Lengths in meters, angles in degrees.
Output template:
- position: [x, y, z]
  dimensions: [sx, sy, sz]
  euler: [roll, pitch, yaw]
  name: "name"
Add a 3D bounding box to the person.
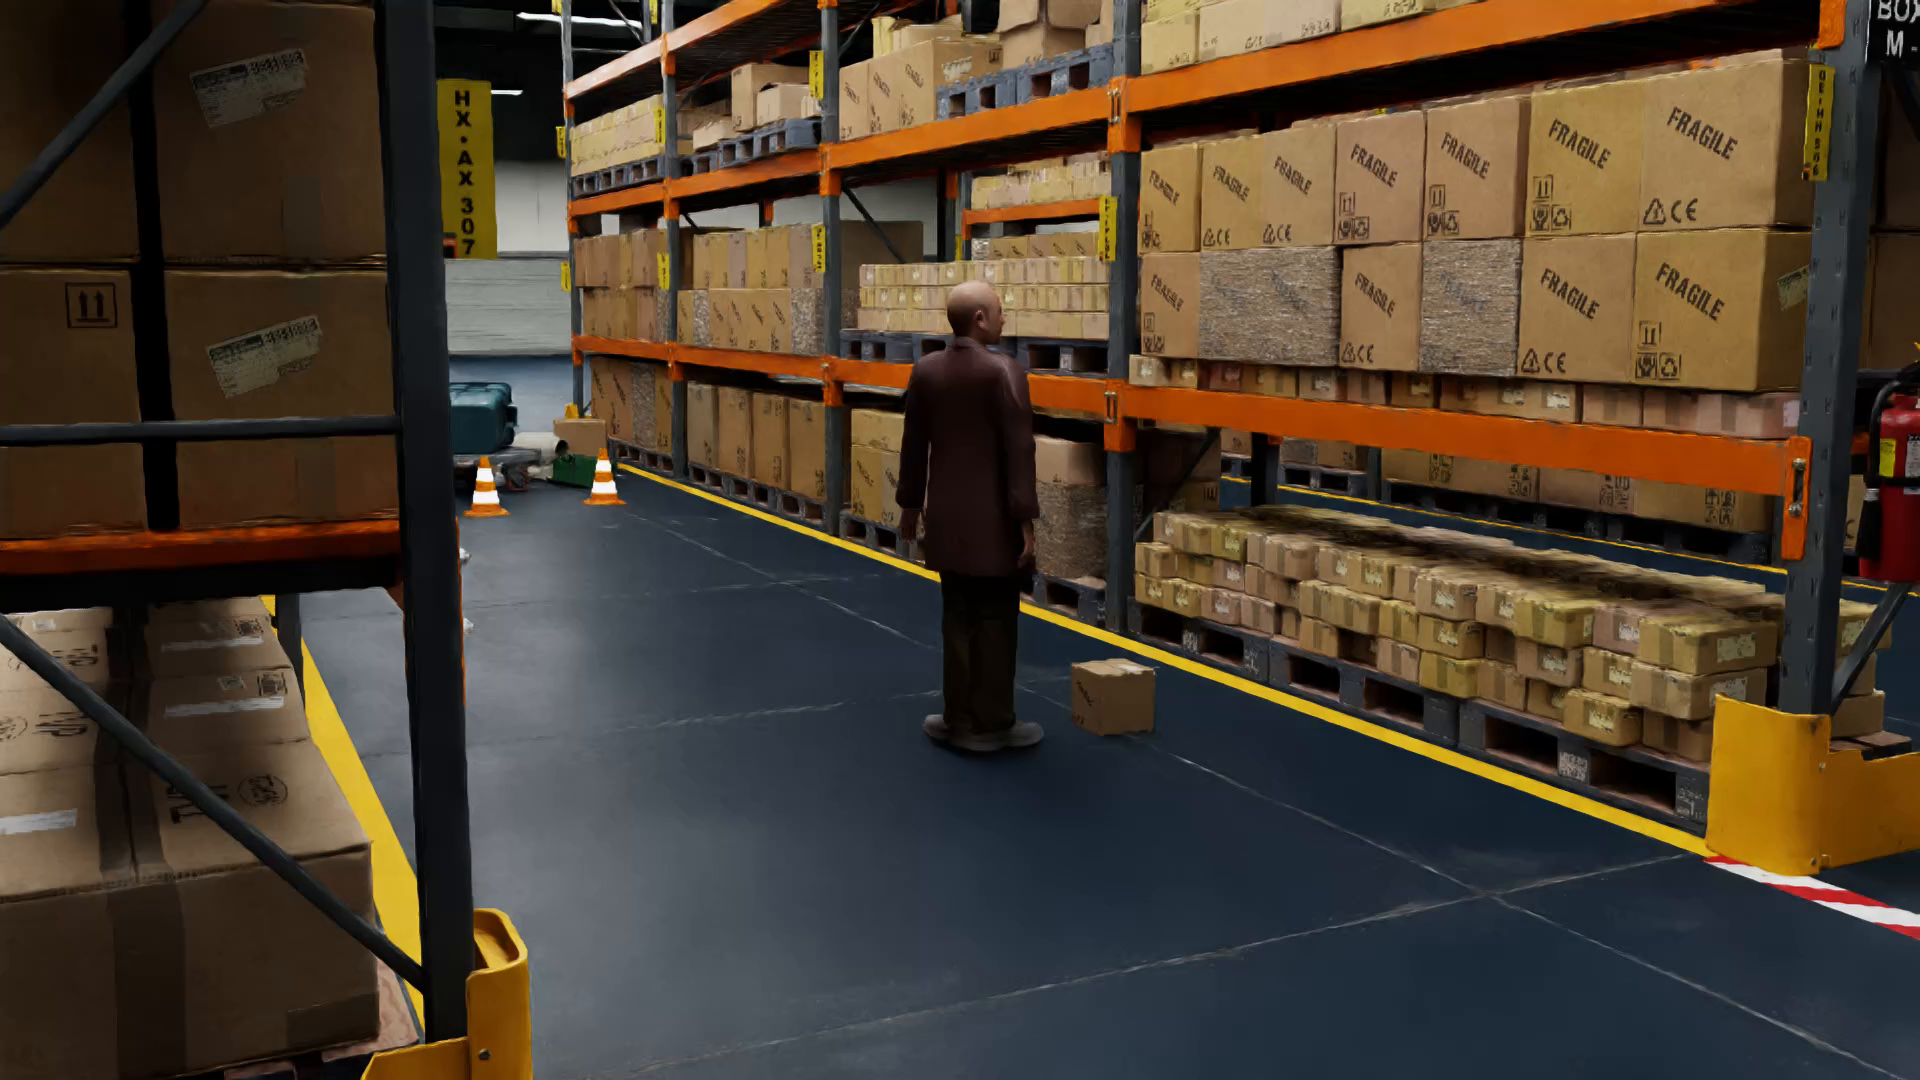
- position: [0.043, -0.094, 6.405]
  dimensions: [0.735, 1.785, 0.379]
  euler: [6, 10, 34]
  name: "person"
